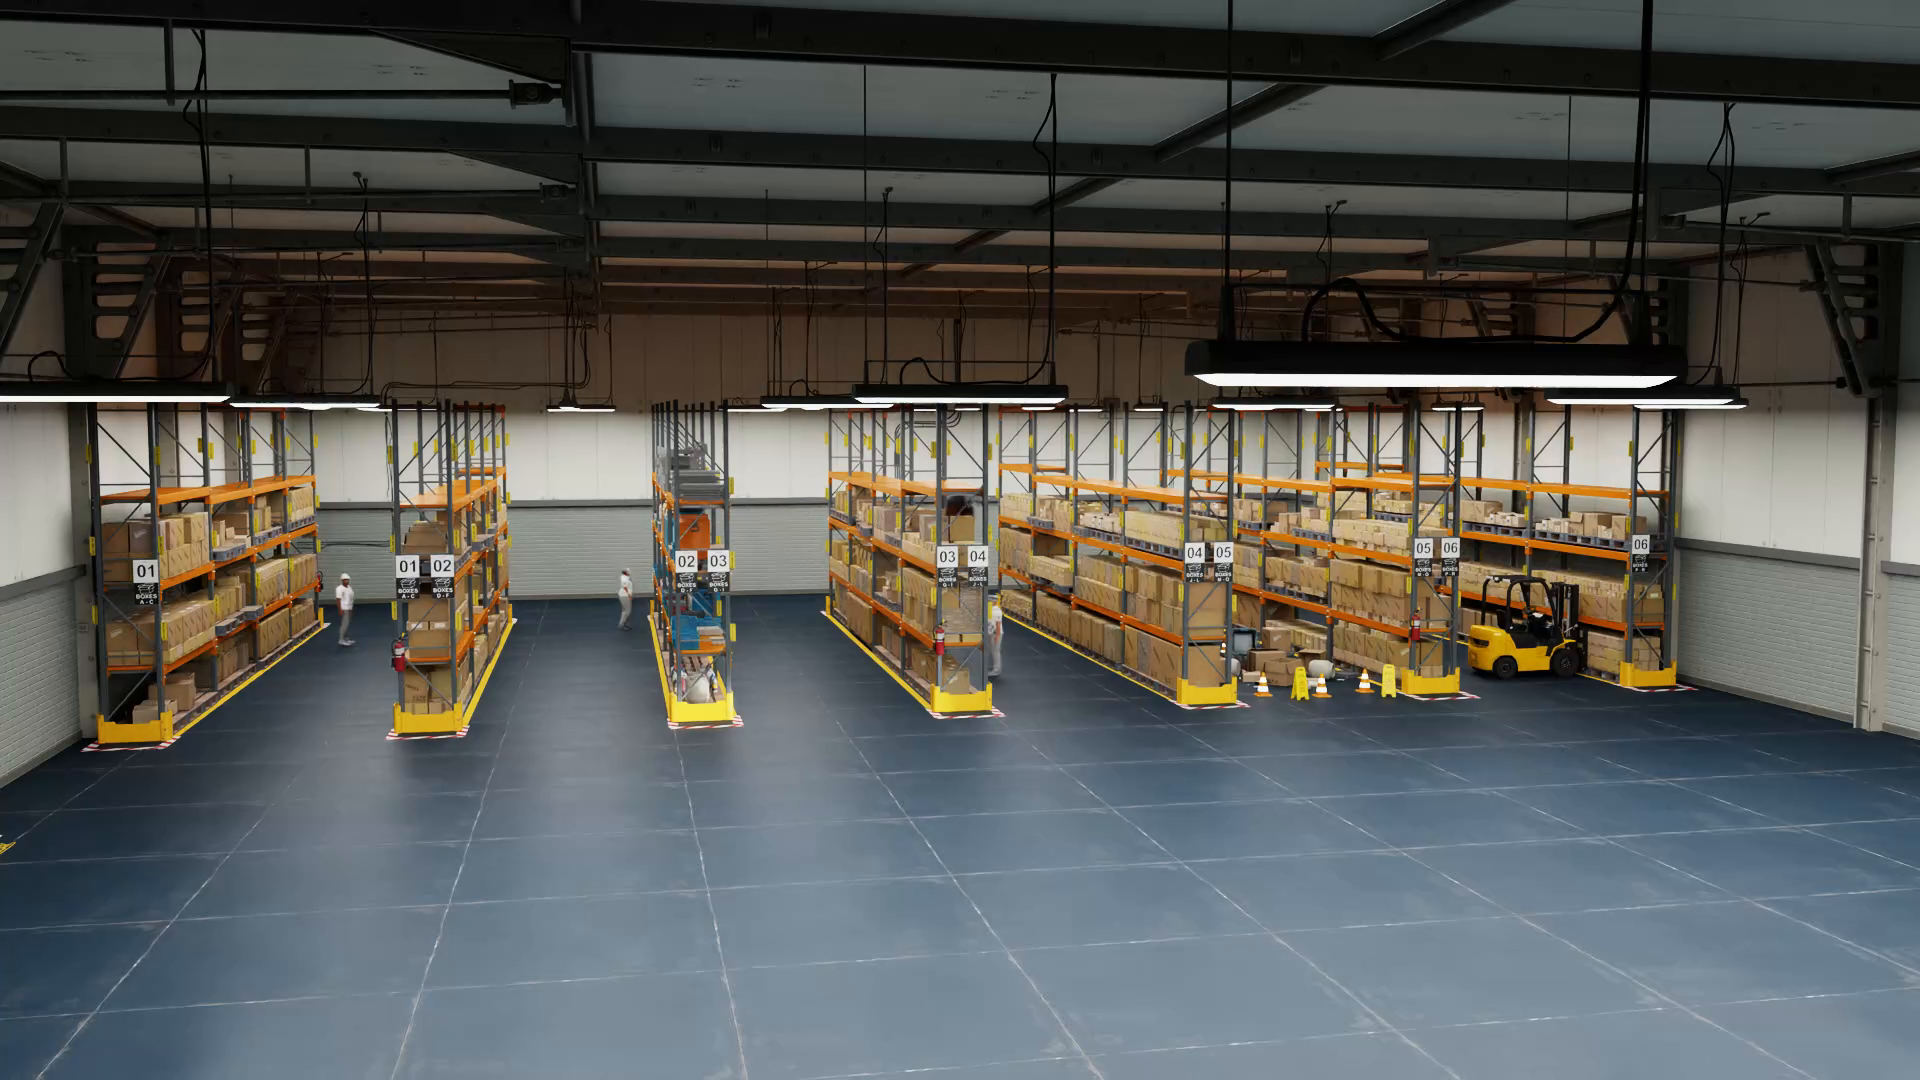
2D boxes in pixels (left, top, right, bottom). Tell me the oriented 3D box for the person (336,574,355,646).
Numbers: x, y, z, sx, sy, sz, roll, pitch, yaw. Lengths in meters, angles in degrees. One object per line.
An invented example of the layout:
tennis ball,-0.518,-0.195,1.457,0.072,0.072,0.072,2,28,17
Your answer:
person,-15.248,1.723,41.296,0.374,1.775,0.591,0,4,-2

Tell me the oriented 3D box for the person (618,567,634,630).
person,-8.887,1.548,44.263,0.419,1.674,0.567,-1,4,-9

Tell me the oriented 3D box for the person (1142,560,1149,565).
person,5.013,1.406,45.594,0.690,1.768,0.611,-1,4,-14

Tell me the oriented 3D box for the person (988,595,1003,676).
person,0.713,2.087,36.494,0.406,1.777,0.623,-2,5,-20
